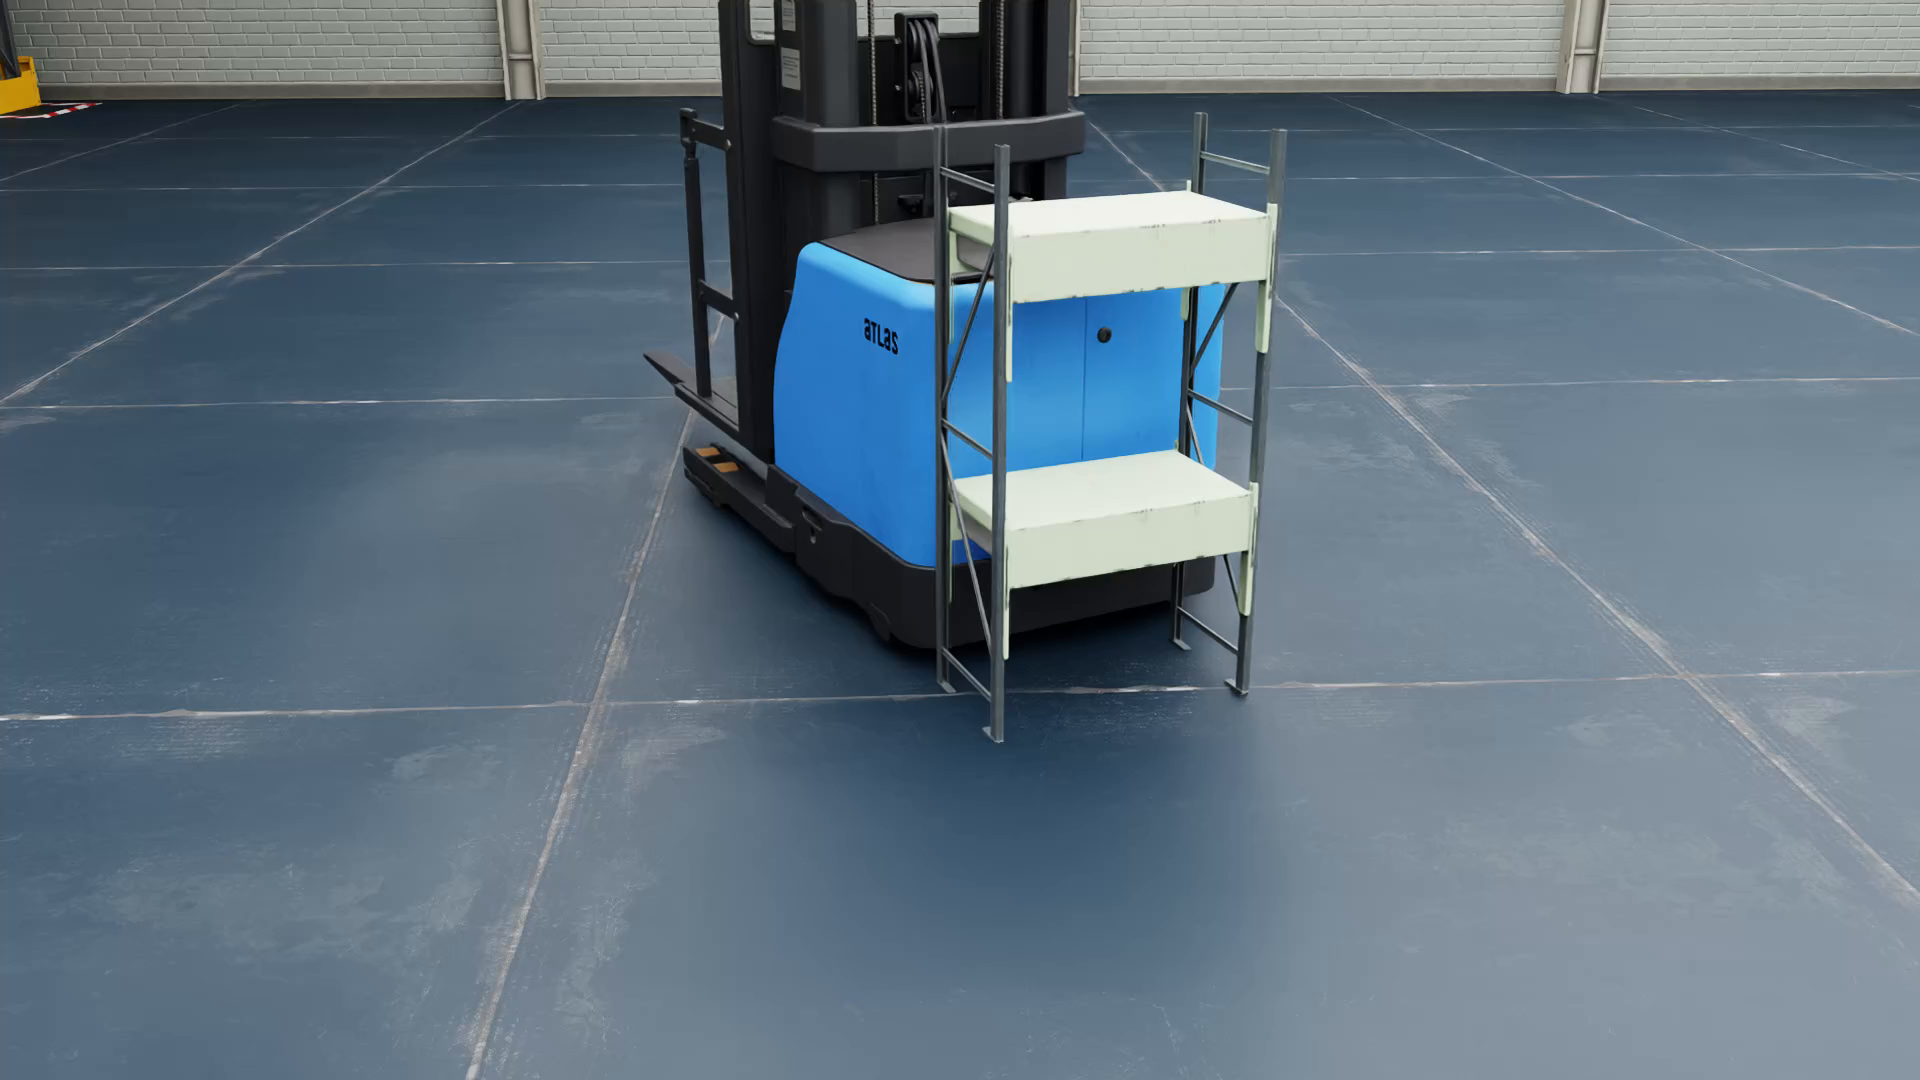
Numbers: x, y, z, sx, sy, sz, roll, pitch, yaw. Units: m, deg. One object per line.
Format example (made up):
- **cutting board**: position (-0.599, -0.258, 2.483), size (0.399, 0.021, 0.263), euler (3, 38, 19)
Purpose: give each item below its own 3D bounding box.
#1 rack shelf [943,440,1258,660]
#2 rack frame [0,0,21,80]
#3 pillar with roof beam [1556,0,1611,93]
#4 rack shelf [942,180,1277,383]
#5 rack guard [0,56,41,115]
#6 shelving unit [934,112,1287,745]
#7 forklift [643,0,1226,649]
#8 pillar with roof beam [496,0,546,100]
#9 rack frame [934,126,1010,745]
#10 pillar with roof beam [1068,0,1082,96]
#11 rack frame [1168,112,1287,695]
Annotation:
- **rack shelf**: position (0.360, 0.010, 4.404), size (0.720, 0.370, 0.431), euler (-9, 22, -21)
- **rack frame**: position (-10.095, -5.913, 16.936), size (0.127, 3.000, 1.000), euler (-1, 21, -3)
- **pillar with roof beam**: position (7.375, -7.859, 13.616), size (0.400, 9.000, 9.100), euler (-1, 21, -3)
- **rack shelf**: position (0.360, -0.660, 4.149), size (0.720, 0.370, 0.431), euler (-9, 22, -21)
- **rack guard**: position (-10.071, -4.745, 17.382), size (0.348, 0.500, 1.175), euler (-1, 21, -3)
- **shelving unit**: position (0.360, -0.295, 4.288), size (0.755, 1.500, 0.431), euler (-9, 22, -21)
- **forklift**: position (-0.355, -1.549, 5.571), size (1.130, 2.935, 3.031), euler (-11, 23, -26)
- **pillar with roof beam**: position (-4.606, -7.615, 12.975), size (0.400, 9.000, 9.100), euler (-1, 21, -3)
- **rack frame**: position (0.023, -0.244, 4.154), size (0.023, 1.500, 0.400), euler (-9, 22, -21)
- **pillar with roof beam**: position (1.384, -7.737, 13.296), size (0.400, 9.000, 9.100), euler (-1, 21, -3)
- **rack frame**: position (0.697, -0.346, 4.422), size (0.023, 1.500, 0.400), euler (-9, 22, -21)
